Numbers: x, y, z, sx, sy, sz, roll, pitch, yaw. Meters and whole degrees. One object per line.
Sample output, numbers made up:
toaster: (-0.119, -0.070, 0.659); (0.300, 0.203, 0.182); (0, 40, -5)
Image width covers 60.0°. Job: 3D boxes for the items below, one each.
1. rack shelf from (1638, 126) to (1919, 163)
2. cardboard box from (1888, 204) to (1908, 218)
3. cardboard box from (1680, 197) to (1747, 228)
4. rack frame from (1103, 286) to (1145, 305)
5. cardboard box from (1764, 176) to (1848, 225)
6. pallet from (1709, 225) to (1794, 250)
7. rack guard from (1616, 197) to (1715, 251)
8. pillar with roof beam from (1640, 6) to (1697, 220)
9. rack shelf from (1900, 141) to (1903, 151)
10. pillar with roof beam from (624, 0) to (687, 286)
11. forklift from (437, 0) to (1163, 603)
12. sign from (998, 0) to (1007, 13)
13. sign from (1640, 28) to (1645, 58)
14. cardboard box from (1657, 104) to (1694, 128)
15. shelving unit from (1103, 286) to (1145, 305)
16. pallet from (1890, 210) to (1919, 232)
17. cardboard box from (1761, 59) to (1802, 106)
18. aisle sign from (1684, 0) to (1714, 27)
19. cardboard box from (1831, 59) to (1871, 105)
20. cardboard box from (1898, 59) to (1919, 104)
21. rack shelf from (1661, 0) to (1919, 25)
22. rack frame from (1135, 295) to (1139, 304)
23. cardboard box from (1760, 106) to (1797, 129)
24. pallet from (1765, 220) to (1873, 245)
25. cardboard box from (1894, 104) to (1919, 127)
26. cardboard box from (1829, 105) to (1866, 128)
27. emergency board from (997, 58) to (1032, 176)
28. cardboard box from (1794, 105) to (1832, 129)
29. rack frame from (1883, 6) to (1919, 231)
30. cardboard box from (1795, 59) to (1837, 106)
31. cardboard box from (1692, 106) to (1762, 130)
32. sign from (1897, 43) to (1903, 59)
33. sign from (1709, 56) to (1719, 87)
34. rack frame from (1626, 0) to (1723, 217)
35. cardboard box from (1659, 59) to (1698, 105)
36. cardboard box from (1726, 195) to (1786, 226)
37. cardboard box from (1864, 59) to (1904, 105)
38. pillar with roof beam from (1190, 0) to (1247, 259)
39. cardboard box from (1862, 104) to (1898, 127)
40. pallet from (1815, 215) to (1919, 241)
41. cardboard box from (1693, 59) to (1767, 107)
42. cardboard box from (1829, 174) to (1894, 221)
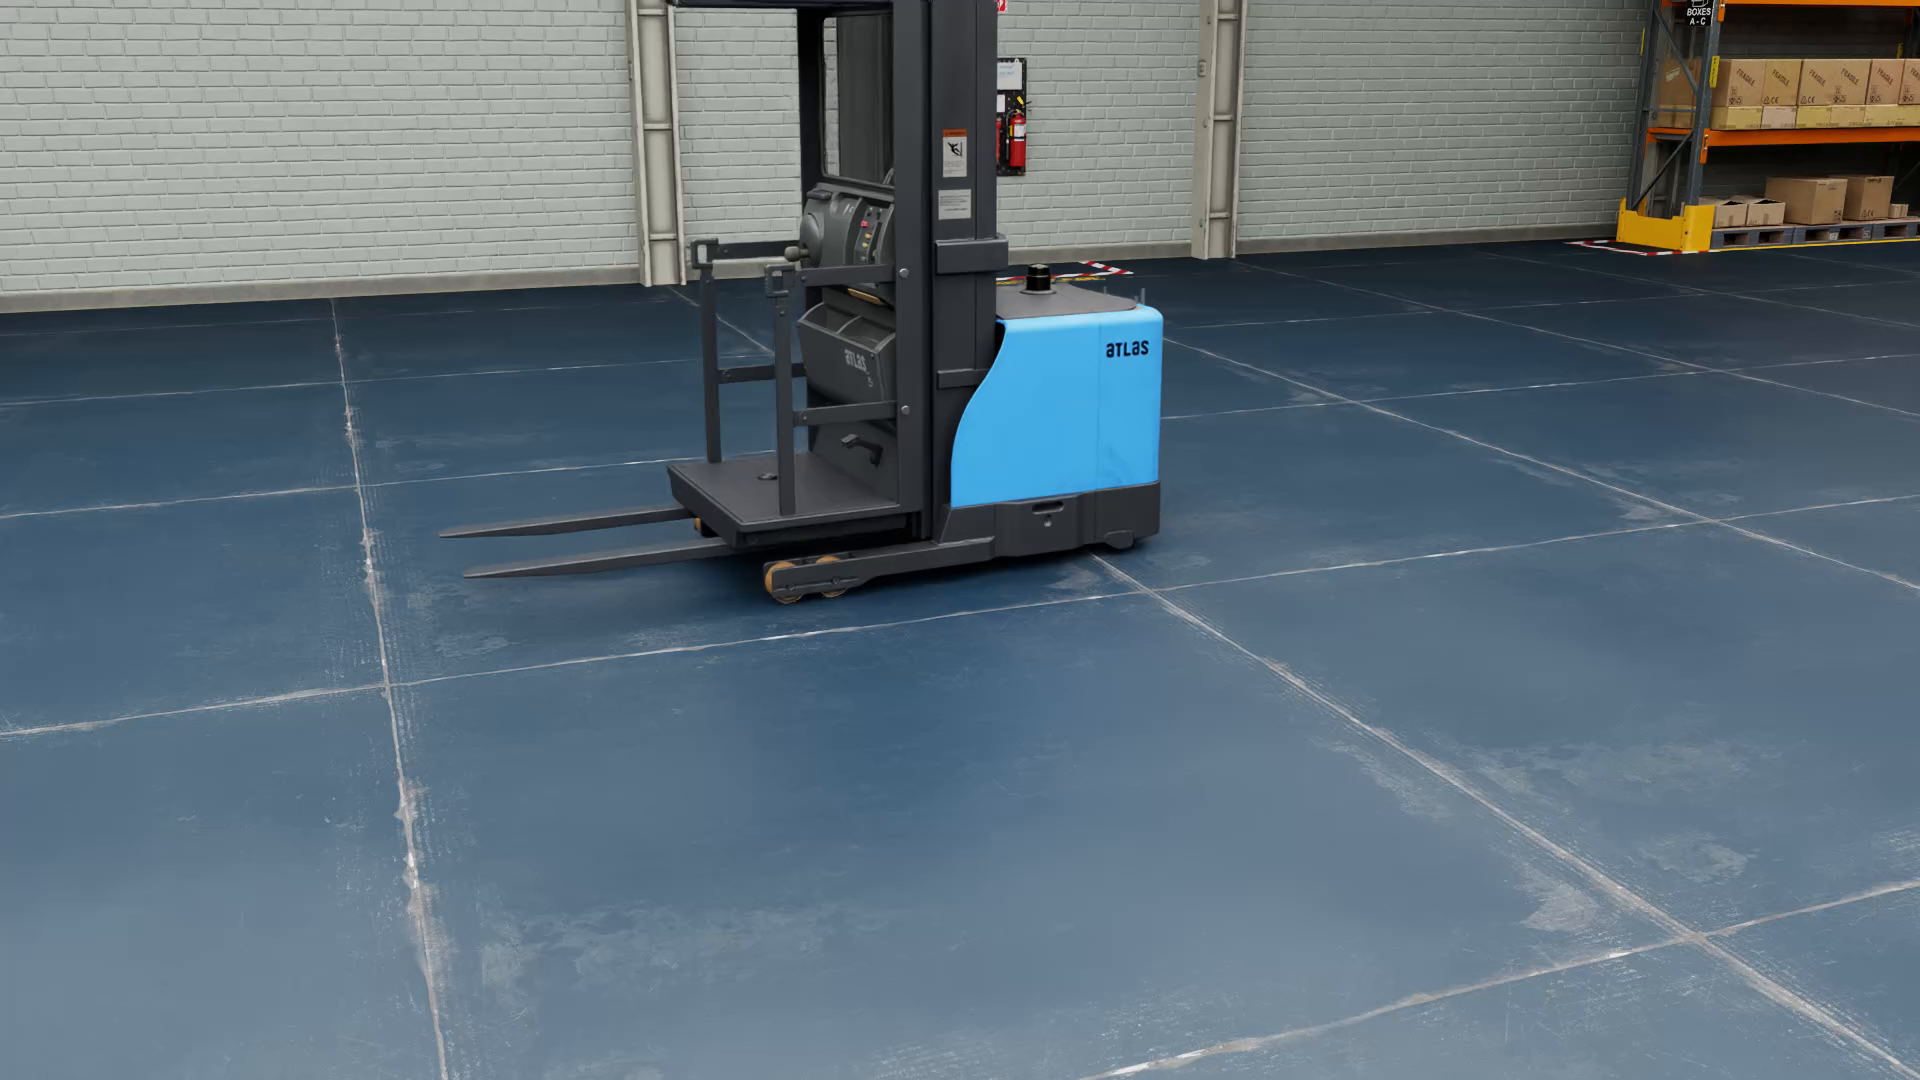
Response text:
rack shelf: (9.871, -4.677, 19.478); (4.000, 0.370, 1.077); (-6, 17, -20)
cardboard box: (11.250, -4.014, 20.190); (0.250, 0.166, 0.380); (-9, 18, -27)
cardboard box: (8.682, -3.788, 19.164); (0.500, 0.311, 0.500); (-8, 18, -26)
rack frame: (0.792, -0.716, 8.160); (0.200, 1.050, 0.008); (4, 18, 12)
cardboard box: (9.917, -3.997, 19.540); (0.500, 0.500, 0.700); (-7, 18, -24)
pallet: (8.846, -3.563, 19.356); (1.213, 0.211, 1.003); (-6, 17, -20)
rack guard: (8.074, -3.629, 19.068); (0.348, 0.500, 1.175); (-6, 17, -20)
pillar with roof beam: (9.888, -6.864, 15.003); (0.400, 9.000, 9.100); (-6, 17, -20)
rack shelf: (13.606, -5.080, 20.851); (4.000, 0.370, 1.077); (-6, 17, -20)
pillar with roof beam: (-1.318, -5.655, 10.883); (0.400, 9.000, 9.100); (-6, 17, -20)
forklift: (-0.661, -1.319, 6.888); (3.031, 2.935, 1.130); (-8, 18, -24)
sign: (0.380, -5.412, 16.591); (0.199, 0.298, 0.001); (-6, 17, -20)
sign: (7.823, -5.676, 18.986); (0.005, 0.325, 0.100); (-6, 17, -20)
cardboard box: (8.370, -4.856, 19.042); (0.500, 0.250, 0.500); (-6, 17, -19)
shelving unit: (0.765, -0.680, 8.046); (0.215, 1.050, 0.252); (4, 18, 12)
pallet: (12.465, -3.965, 20.725); (1.213, 0.211, 1.003); (-6, 17, -20)
cardboard box: (9.022, -5.134, 18.658); (0.500, 0.500, 0.500); (-6, 17, -20)
aisle sign: (8.043, -5.982, 18.030); (0.004, 0.787, 0.394); (-6, 17, -20)
cardboard box: (9.984, -5.240, 19.017); (0.500, 0.500, 0.500); (-6, 17, -18)
cardboard box: (10.944, -5.340, 19.360); (0.500, 0.500, 0.500); (-6, 17, -20)
rack shelf: (9.871, -6.116, 19.055); (4.000, 0.370, 1.077); (-6, 17, -20)
rack frame: (0.738, -0.645, 7.932); (0.200, 1.050, 0.008); (4, 18, 12)
cardboard box: (9.052, -4.780, 18.782); (0.500, 0.250, 0.500); (-7, 18, -22)
pallet: (9.983, -3.685, 19.771); (1.213, 0.211, 1.003); (-6, 17, -20)
cardboard box: (10.936, -4.986, 19.484); (0.500, 0.250, 0.500); (-6, 17, -20)
cardboard box: (10.003, -4.880, 19.123); (0.500, 0.250, 0.500); (-6, 17, -20)
emergency board: (0.423, -4.275, 16.831); (0.643, 1.169, 0.194); (-6, 17, -20)
cardboard box: (9.530, -4.830, 18.952); (0.500, 0.250, 0.500); (-6, 18, -21)
rack frame: (11.738, -5.224, 20.063); (0.127, 3.000, 1.000); (-6, 17, -20)
cardboard box: (9.506, -5.185, 18.830); (0.500, 0.500, 0.500); (-7, 18, -22)
cardboard box: (8.573, -4.724, 18.591); (0.500, 0.250, 0.500); (-7, 18, -22)
sign: (11.537, -5.925, 20.396); (0.005, 0.325, 0.100); (-6, 17, -20)
sign: (8.198, -5.093, 18.082); (0.005, 0.325, 0.100); (-6, 17, -20)
rack frame: (8.003, -4.820, 18.690); (0.127, 3.000, 1.000); (-6, 17, -20)
cardboard box: (8.367, -5.221, 18.955); (0.500, 0.500, 0.500); (-6, 18, -21)
cardboard box: (9.214, -3.845, 19.359); (0.500, 0.311, 0.500); (-5, 17, -15)
cardboard box: (10.470, -5.292, 19.197); (0.500, 0.500, 0.500); (-7, 18, -22)
pillar with roof beam: (4.285, -6.259, 12.943); (0.400, 9.000, 9.100); (-6, 17, -20)
cardboard box: (10.472, -4.931, 19.297); (0.500, 0.250, 0.500); (-6, 17, -20)
pallet: (11.124, -3.809, 20.194); (1.213, 0.211, 1.003); (-6, 17, -20)
cardboard box: (8.557, -5.087, 18.497); (0.500, 0.500, 0.500); (-6, 17, -20)
cardboard box: (10.784, -4.120, 19.961); (0.500, 0.500, 0.500); (-8, 18, -24)
